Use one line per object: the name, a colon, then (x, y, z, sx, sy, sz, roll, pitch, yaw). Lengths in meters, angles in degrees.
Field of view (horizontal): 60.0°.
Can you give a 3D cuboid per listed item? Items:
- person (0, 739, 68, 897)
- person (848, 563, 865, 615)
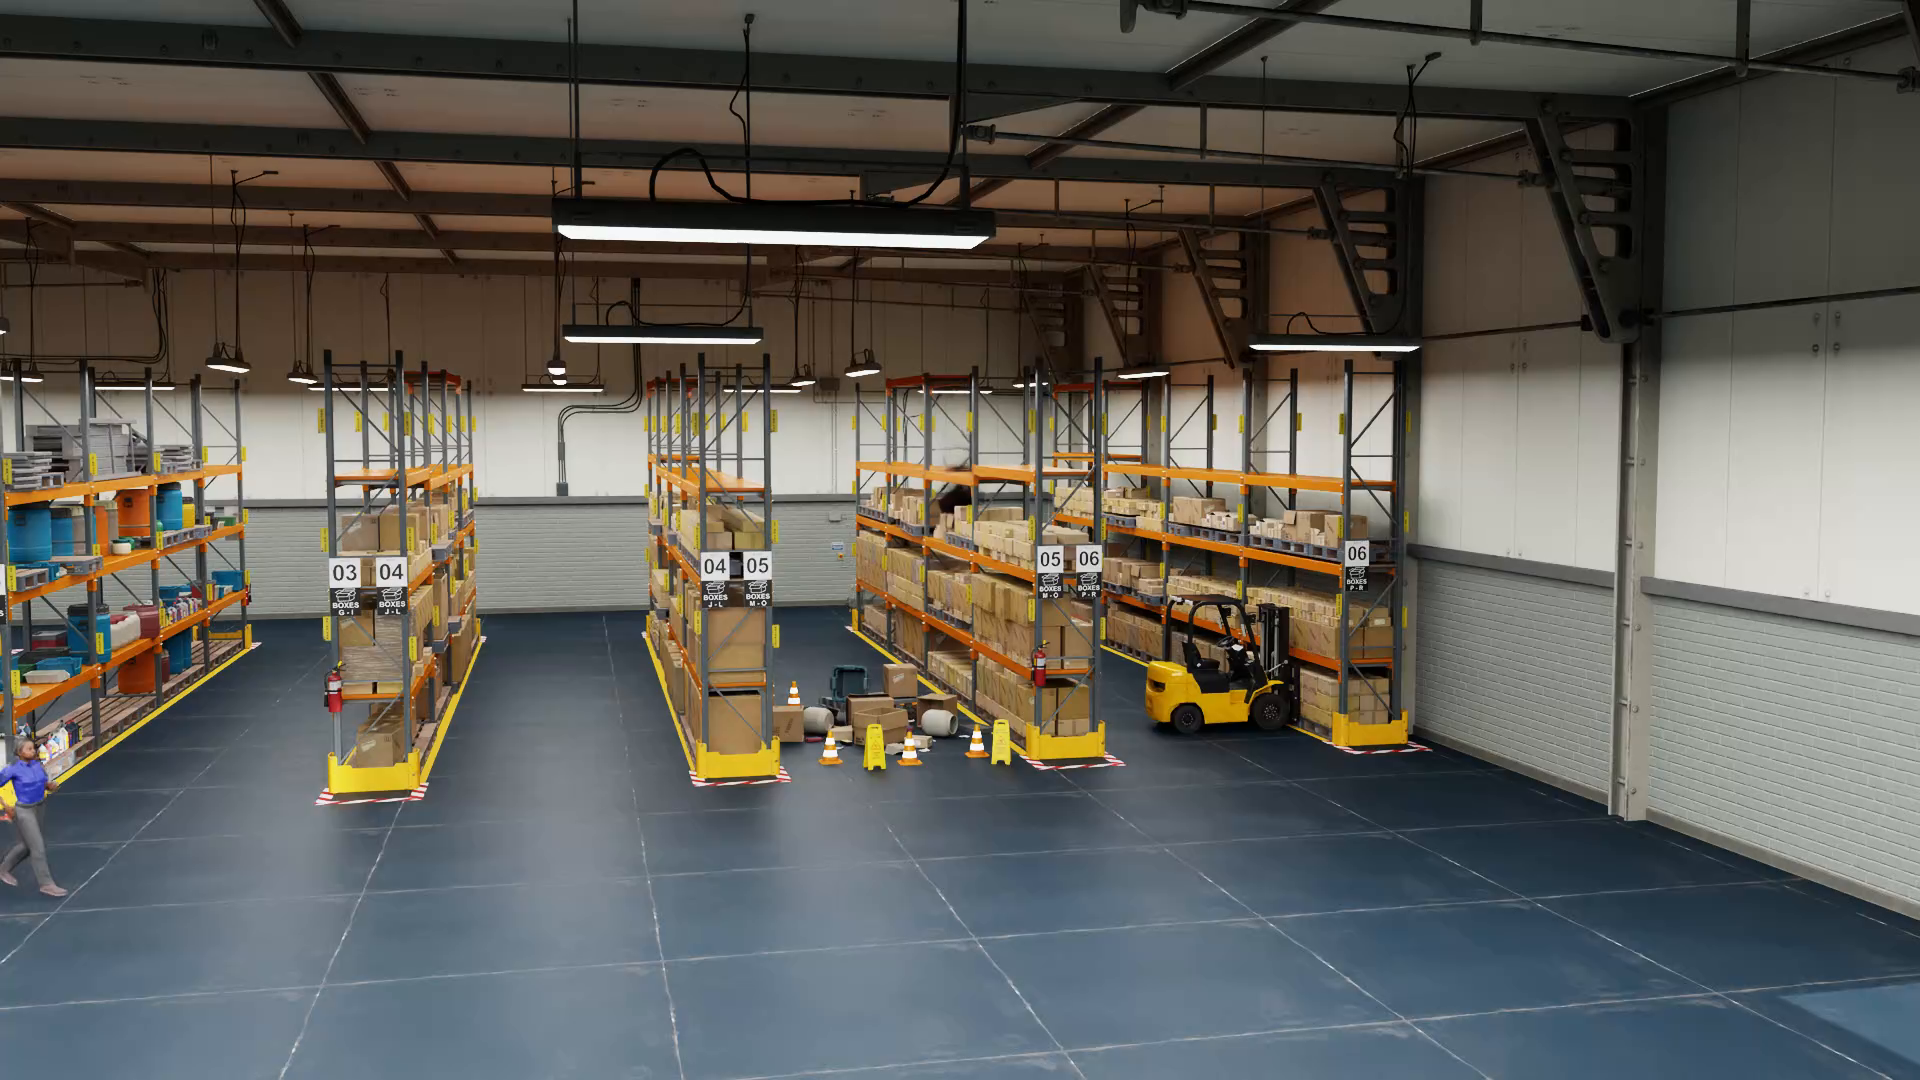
person: (-9.887, 2.967, 17.645, 0.916, 1.572, 0.572, 1, 4, 8)
person: (-2.557, 1.323, 41.746, 0.539, 1.543, 0.602, 0, 4, 5)
